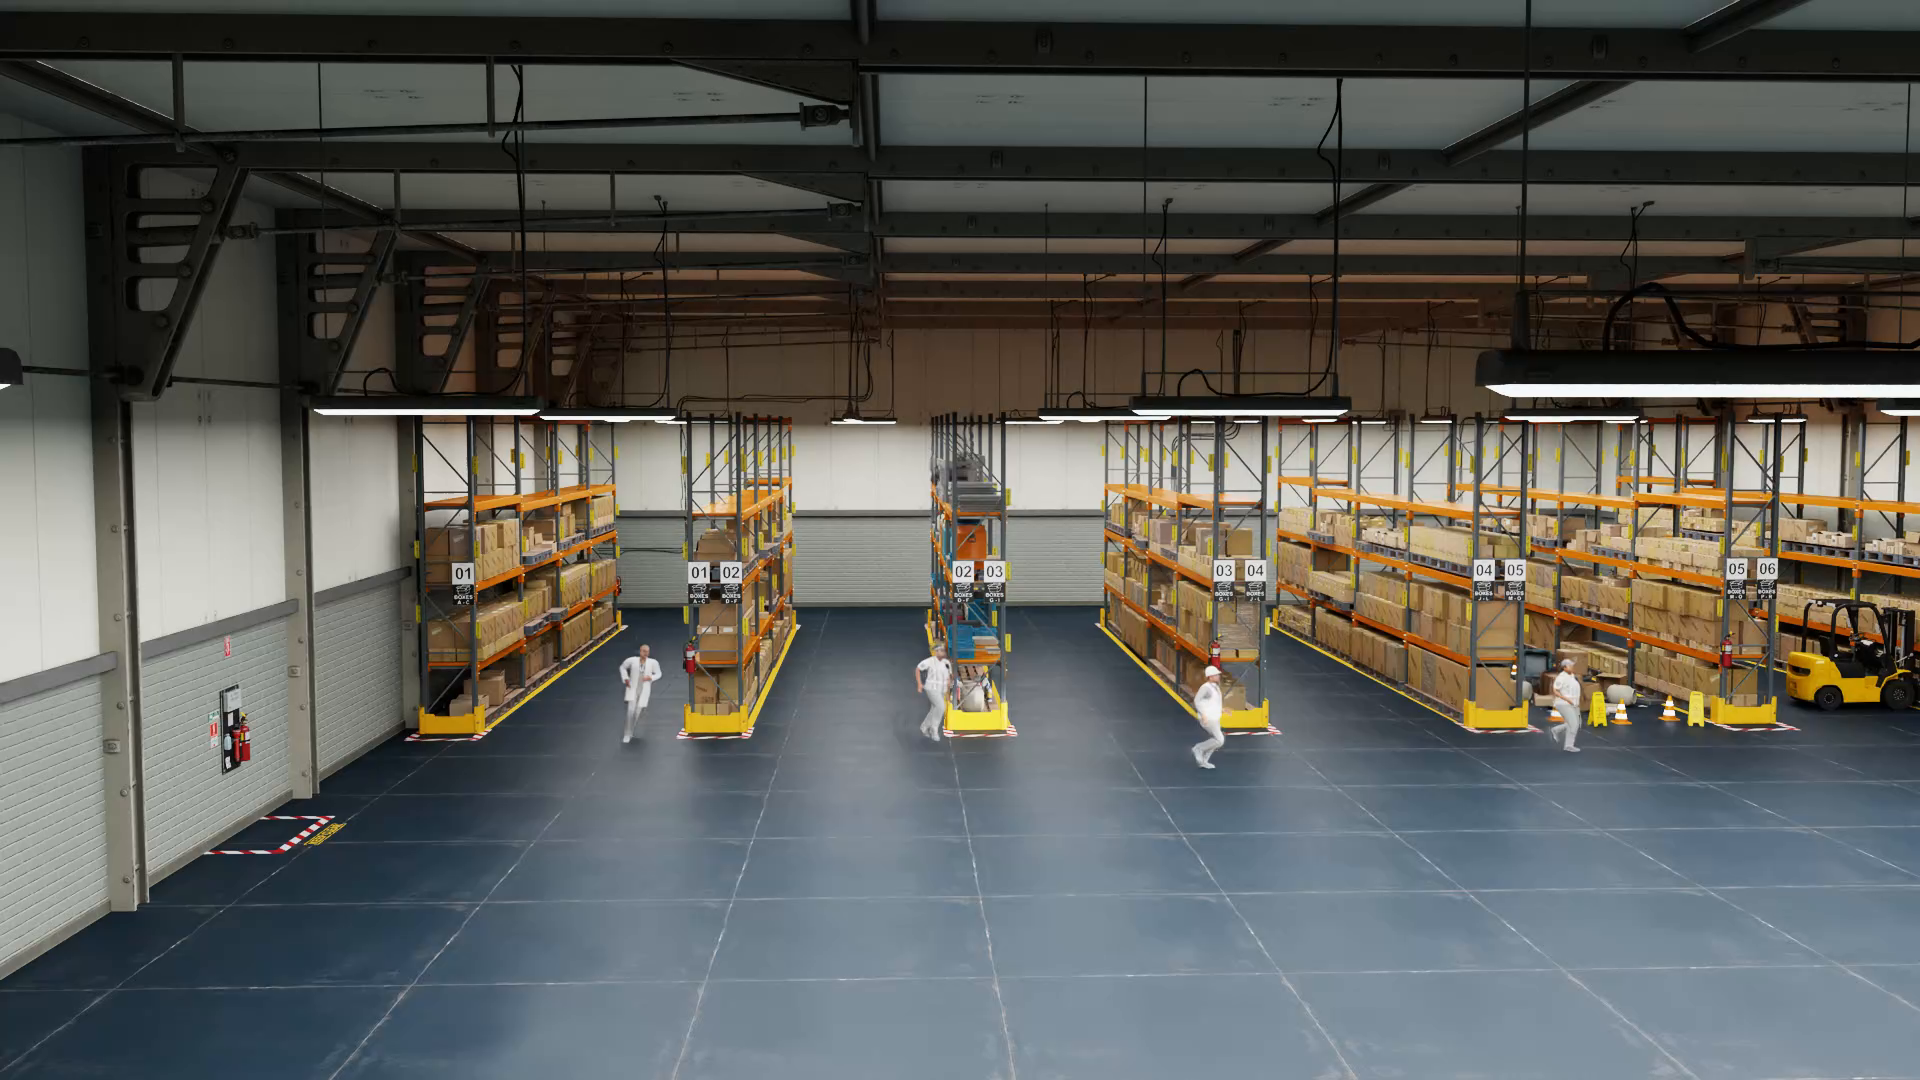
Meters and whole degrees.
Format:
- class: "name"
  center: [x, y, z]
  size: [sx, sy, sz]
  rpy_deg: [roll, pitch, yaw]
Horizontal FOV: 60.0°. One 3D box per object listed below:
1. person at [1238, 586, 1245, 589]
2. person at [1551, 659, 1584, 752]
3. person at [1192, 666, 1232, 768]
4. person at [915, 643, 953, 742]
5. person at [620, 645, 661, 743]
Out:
- class: "person"
  center: [7.870, 1.731, 46.698]
  size: [0.491, 1.680, 0.784]
  rpy_deg: [0, 4, -6]
- class: "person"
  center: [10.719, 2.911, 29.424]
  size: [0.609, 1.618, 0.609]
  rpy_deg: [-3, 5, -41]
- class: "person"
  center: [4.224, 2.968, 27.811]
  size: [0.610, 1.724, 0.646]
  rpy_deg: [2, 4, 29]
- class: "person"
  center: [-0.403, 2.767, 30.531]
  size: [0.660, 1.756, 0.677]
  rpy_deg: [-4, 5, -42]
- class: "person"
  center: [-5.878, 2.816, 30.538]
  size: [0.749, 1.812, 0.756]
  rpy_deg: [-1, 4, -20]
